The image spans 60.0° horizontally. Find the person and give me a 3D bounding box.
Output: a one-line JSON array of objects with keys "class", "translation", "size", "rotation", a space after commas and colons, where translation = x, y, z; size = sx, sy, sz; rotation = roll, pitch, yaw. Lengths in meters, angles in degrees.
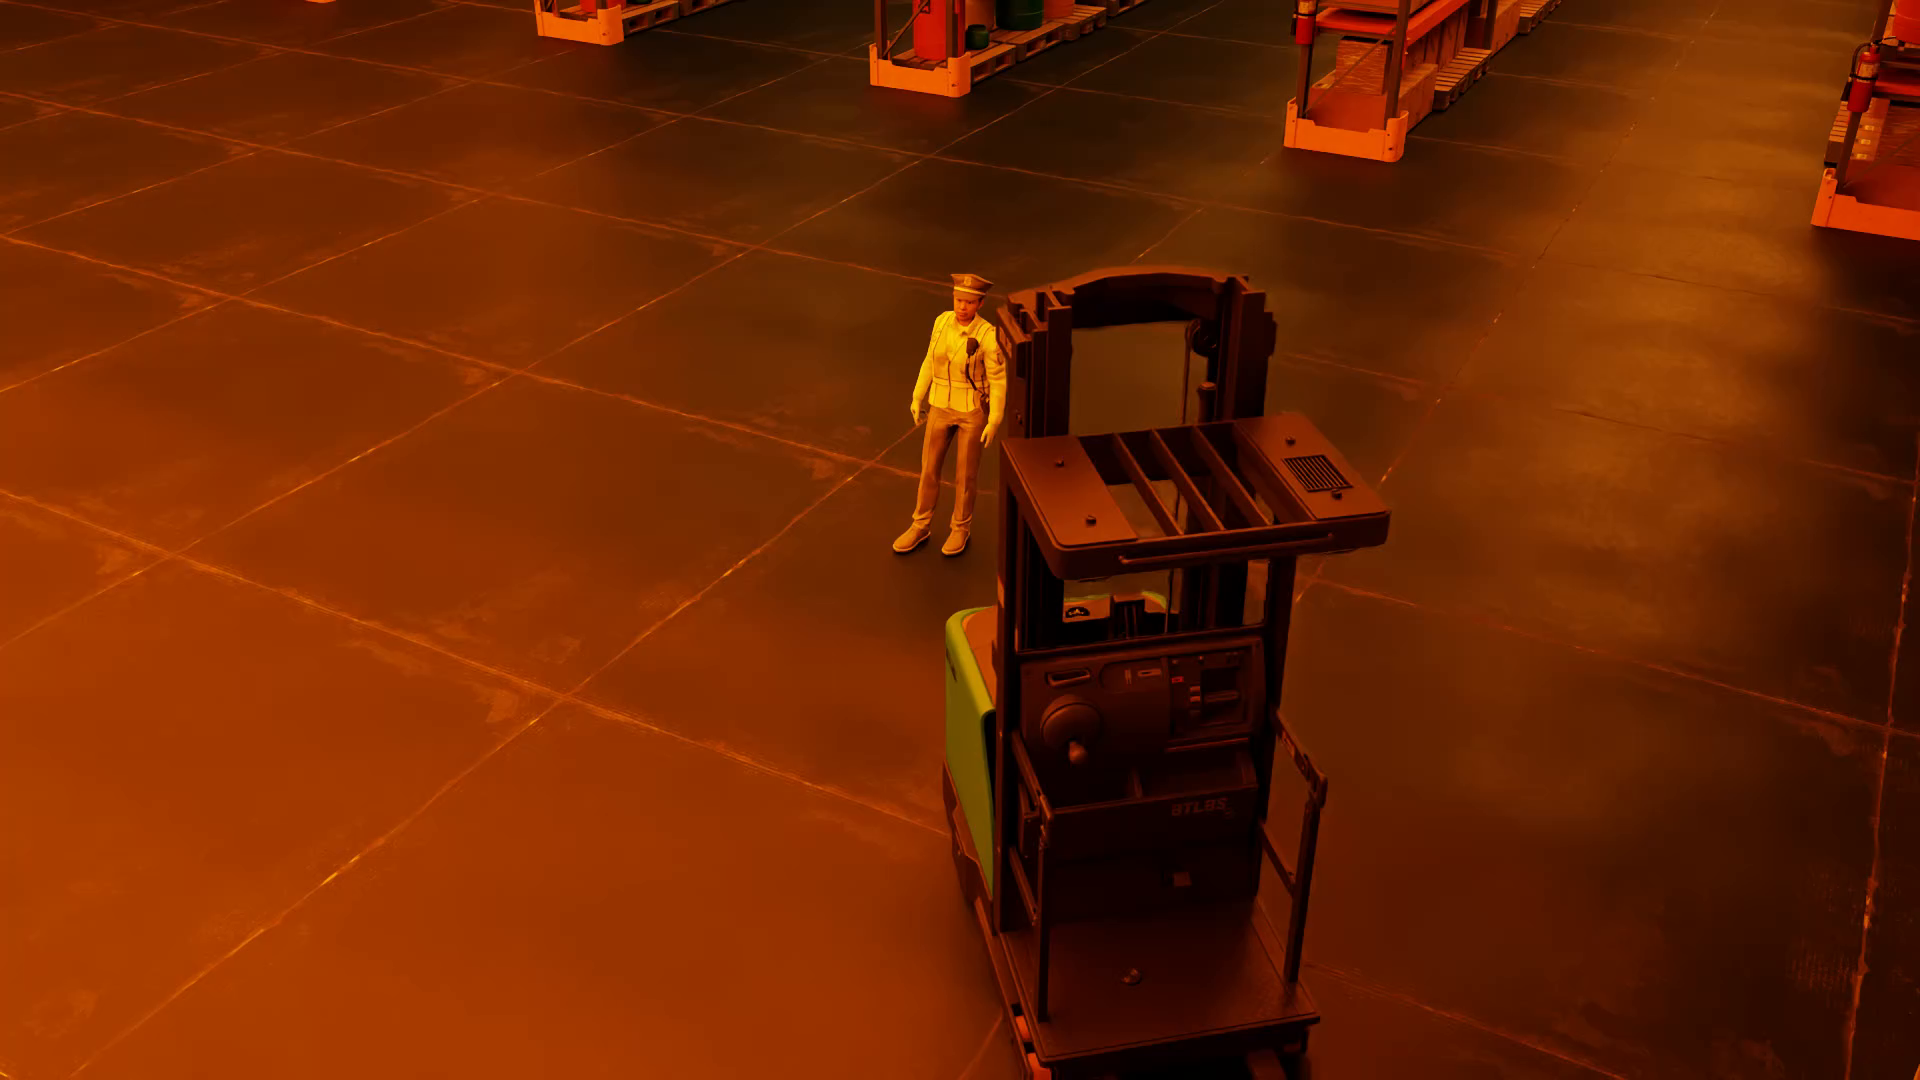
[{"class": "person", "translation": [-0.039, -0.712, 9.527], "size": [0.588, 1.695, 0.531], "rotation": [15, 33, 25]}]

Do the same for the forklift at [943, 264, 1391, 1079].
[{"class": "forklift", "translation": [0.727, 0.641, 5.961], "size": [1.130, 2.935, 3.031], "rotation": [-6, 31, -10]}]
